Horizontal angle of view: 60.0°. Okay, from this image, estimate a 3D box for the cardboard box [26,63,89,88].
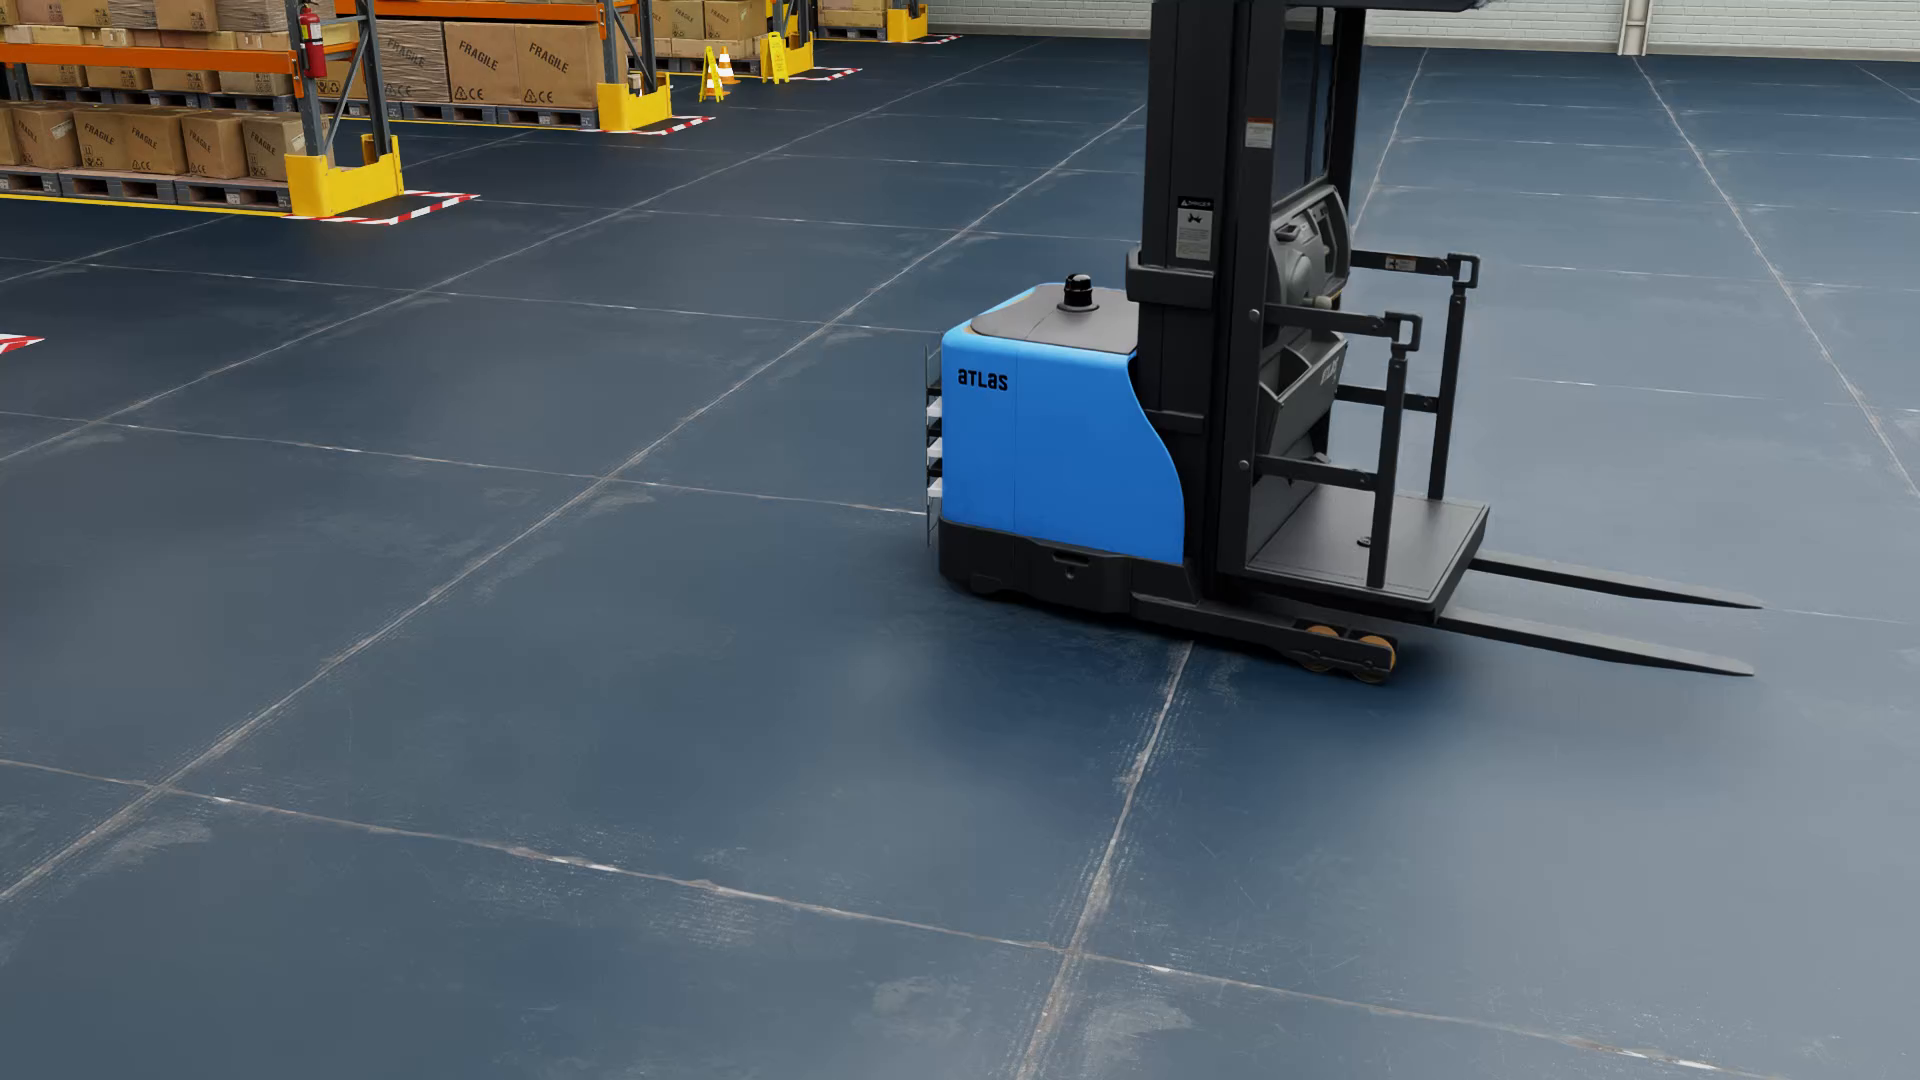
[{"bbox_3d":[-10.755,-5.999,20.353,0.750,0.750,1.050,6,23,15],"label":"cardboard box"}]

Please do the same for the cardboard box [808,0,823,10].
[{"bbox_3d":[-2.423,-8.882,27.383,0.500,0.250,0.500,6,23,14],"label":"cardboard box"}]

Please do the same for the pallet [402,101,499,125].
[{"bbox_3d":[-5.605,-4.971,19.112,1.213,0.211,1.003,7,23,15],"label":"pallet"}]

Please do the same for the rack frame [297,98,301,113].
[{"bbox_3d":[-7.482,-6.506,19.179,0.127,3.000,1.000,7,23,16],"label":"rack frame"}]

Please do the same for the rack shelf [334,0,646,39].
[{"bbox_3d":[-5.567,-5.954,18.781,4.000,0.370,1.077,7,23,16],"label":"rack shelf"}]

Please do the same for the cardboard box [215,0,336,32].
[{"bbox_3d":[-5.701,-4.531,13.840,0.500,0.500,0.875,7,23,16],"label":"cardboard box"}]

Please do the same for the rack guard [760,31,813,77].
[{"bbox_3d":[-2.392,-6.729,23.017,0.348,0.500,1.175,7,23,16],"label":"rack guard"}]

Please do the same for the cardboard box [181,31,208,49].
[{"bbox_3d":[-6.243,-4.186,13.854,0.250,0.149,0.380,7,23,16],"label":"cardboard box"}]

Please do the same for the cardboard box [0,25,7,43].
[{"bbox_3d":[-8.168,-4.393,14.358,0.250,0.149,0.380,7,23,16],"label":"cardboard box"}]

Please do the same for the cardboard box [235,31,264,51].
[{"bbox_3d":[-5.754,-4.145,13.752,0.250,0.149,0.380,7,23,16],"label":"cardboard box"}]

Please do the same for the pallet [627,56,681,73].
[{"bbox_3d":[-4.324,-6.832,23.648,1.213,0.211,1.003,7,23,16],"label":"pallet"}]

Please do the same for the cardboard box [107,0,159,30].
[{"bbox_3d":[-6.680,-4.613,14.039,0.500,0.500,0.875,7,23,16],"label":"cardboard box"}]

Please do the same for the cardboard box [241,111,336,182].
[{"bbox_3d":[-5.775,-3.389,14.321,0.500,0.500,0.500,11,25,25],"label":"cardboard box"}]

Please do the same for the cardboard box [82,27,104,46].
[{"bbox_3d":[-7.200,-4.296,14.121,0.250,0.149,0.380,7,23,16],"label":"cardboard box"}]

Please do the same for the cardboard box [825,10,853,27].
[{"bbox_3d":[-1.904,-8.598,27.349,0.500,0.250,0.500,7,23,15],"label":"cardboard box"}]

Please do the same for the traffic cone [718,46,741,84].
[{"bbox_3d":[-3.104,-6.282,21.976,0.334,0.463,0.336,7,23,16],"label":"traffic cone"}]

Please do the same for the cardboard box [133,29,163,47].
[{"bbox_3d":[-6.716,-4.248,14.005,0.250,0.149,0.380,7,23,16],"label":"cardboard box"}]

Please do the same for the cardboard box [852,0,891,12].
[{"bbox_3d":[-1.446,-8.775,27.120,0.500,0.250,0.500,6,23,15],"label":"cardboard box"}]

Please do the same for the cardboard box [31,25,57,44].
[{"bbox_3d":[-7.689,-4.338,14.225,0.250,0.149,0.380,7,23,16],"label":"cardboard box"}]

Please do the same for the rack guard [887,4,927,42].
[{"bbox_3d":[-0.866,-8.522,27.387,0.348,0.500,1.175,7,23,16],"label":"rack guard"}]

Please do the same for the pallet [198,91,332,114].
[{"bbox_3d":[-8.243,-5.274,19.848,1.213,0.211,1.003,7,23,16],"label":"pallet"}]

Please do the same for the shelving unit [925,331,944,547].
[{"bbox_3d":[-0.008,-0.417,7.101,0.210,0.900,0.258,7,23,16],"label":"shelving unit"}]

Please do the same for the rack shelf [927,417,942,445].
[{"bbox_3d":[-0.008,-0.470,7.080,0.200,0.077,0.258,7,23,16],"label":"rack shelf"}]

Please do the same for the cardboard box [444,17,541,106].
[{"bbox_3d":[-5.164,-5.425,18.790,0.875,0.875,0.875,6,23,15],"label":"cardboard box"}]

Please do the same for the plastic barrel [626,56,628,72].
[{"bbox_3d":[-4.734,-6.362,22.222,0.512,0.421,0.421,-14,26,-30],"label":"plastic barrel"}]

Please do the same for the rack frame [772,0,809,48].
[{"bbox_3d":[-2.319,-7.877,22.522,0.127,3.000,1.000,7,23,16],"label":"rack frame"}]

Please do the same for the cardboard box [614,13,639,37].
[{"bbox_3d":[-4.650,-7.310,23.221,0.500,0.500,0.500,8,24,18],"label":"cardboard box"}]

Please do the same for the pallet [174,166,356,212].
[{"bbox_3d":[-6.022,-3.097,14.542,1.213,0.211,1.003,7,23,16],"label":"pallet"}]

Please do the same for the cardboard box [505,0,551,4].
[{"bbox_3d":[-4.554,-6.214,18.269,0.550,0.550,0.875,7,23,16],"label":"cardboard box"}]

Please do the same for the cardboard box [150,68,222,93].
[{"bbox_3d":[-9.025,-5.802,19.874,0.750,0.750,1.050,7,23,15],"label":"cardboard box"}]

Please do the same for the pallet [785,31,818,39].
[{"bbox_3d":[-2.798,-8.594,27.944,1.213,0.211,1.003,7,23,15],"label":"pallet"}]

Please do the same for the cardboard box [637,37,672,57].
[{"bbox_3d":[-4.167,-6.906,23.222,0.500,0.250,0.500,6,23,14],"label":"cardboard box"}]

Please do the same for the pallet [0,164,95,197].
[{"bbox_3d":[-8.358,-3.365,15.194,1.213,0.211,1.003,7,23,16],"label":"pallet"}]

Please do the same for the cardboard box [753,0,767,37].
[{"bbox_3d":[-3.035,-7.338,23.288,0.500,0.500,0.500,6,23,14],"label":"cardboard box"}]

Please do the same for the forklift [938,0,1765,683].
[{"bbox_3d":[1.464,-1.070,6.016,3.031,2.935,1.130,11,25,25],"label":"forklift"}]

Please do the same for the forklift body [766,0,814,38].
[{"bbox_3d":[-3.232,-8.834,25.971,1.214,2.155,2.313,7,23,16],"label":"forklift body"}]

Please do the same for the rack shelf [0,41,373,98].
[{"bbox_3d":[-7.097,-4.163,14.415,4.000,0.370,1.077,7,23,16],"label":"rack shelf"}]

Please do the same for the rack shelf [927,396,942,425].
[{"bbox_3d":[-0.008,-0.553,7.046,0.200,0.077,0.258,7,23,16],"label":"rack shelf"}]

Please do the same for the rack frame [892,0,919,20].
[{"bbox_3d":[-0.889,-9.681,26.919,0.127,3.000,1.000,7,23,16],"label":"rack frame"}]

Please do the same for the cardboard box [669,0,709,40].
[{"bbox_3d":[-3.662,-7.196,22.941,0.500,0.500,0.500,7,23,17],"label":"cardboard box"}]

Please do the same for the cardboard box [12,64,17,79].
[{"bbox_3d":[-12.017,-5.960,20.587,0.500,0.500,0.500,6,23,15],"label":"cardboard box"}]

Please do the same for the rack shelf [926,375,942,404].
[{"bbox_3d":[-0.008,-0.636,7.012,0.200,0.077,0.258,7,23,16],"label":"rack shelf"}]

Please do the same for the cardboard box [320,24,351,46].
[{"bbox_3d":[-5.386,-4.279,14.079,0.250,0.149,0.380,7,23,16],"label":"cardboard box"}]

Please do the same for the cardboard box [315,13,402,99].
[{"bbox_3d":[-6.900,-5.623,19.273,0.875,0.875,0.875,7,23,16],"label":"cardboard box"}]

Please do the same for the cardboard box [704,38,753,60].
[{"bbox_3d":[-3.194,-6.793,22.948,0.500,0.250,0.500,6,23,15],"label":"cardboard box"}]

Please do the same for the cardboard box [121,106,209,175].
[{"bbox_3d":[-6.951,-3.518,14.634,0.500,0.500,0.500,9,24,20],"label":"cardboard box"}]

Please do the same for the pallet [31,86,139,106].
[{"bbox_3d":[-10.579,-5.541,20.500,1.213,0.211,1.003,7,23,16],"label":"pallet"}]

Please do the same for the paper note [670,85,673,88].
[{"bbox_3d":[-3.799,-5.884,21.575,0.142,0.019,0.148,-1,22,-3],"label":"paper note"}]

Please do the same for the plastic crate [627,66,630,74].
[{"bbox_3d":[-4.883,-6.495,22.999,0.583,0.080,0.402,-1,22,-3],"label":"plastic crate"}]

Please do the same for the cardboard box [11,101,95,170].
[{"bbox_3d":[-8.090,-3.635,14.919,0.500,0.500,0.500,15,27,32],"label":"cardboard box"}]

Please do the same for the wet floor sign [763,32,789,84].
[{"bbox_3d":[-2.447,-6.379,21.970,0.232,0.644,0.267,16,27,34],"label":"wet floor sign"}]

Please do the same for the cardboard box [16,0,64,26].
[{"bbox_3d":[-7.622,-4.742,14.353,0.500,0.500,0.875,7,23,16],"label":"cardboard box"}]
